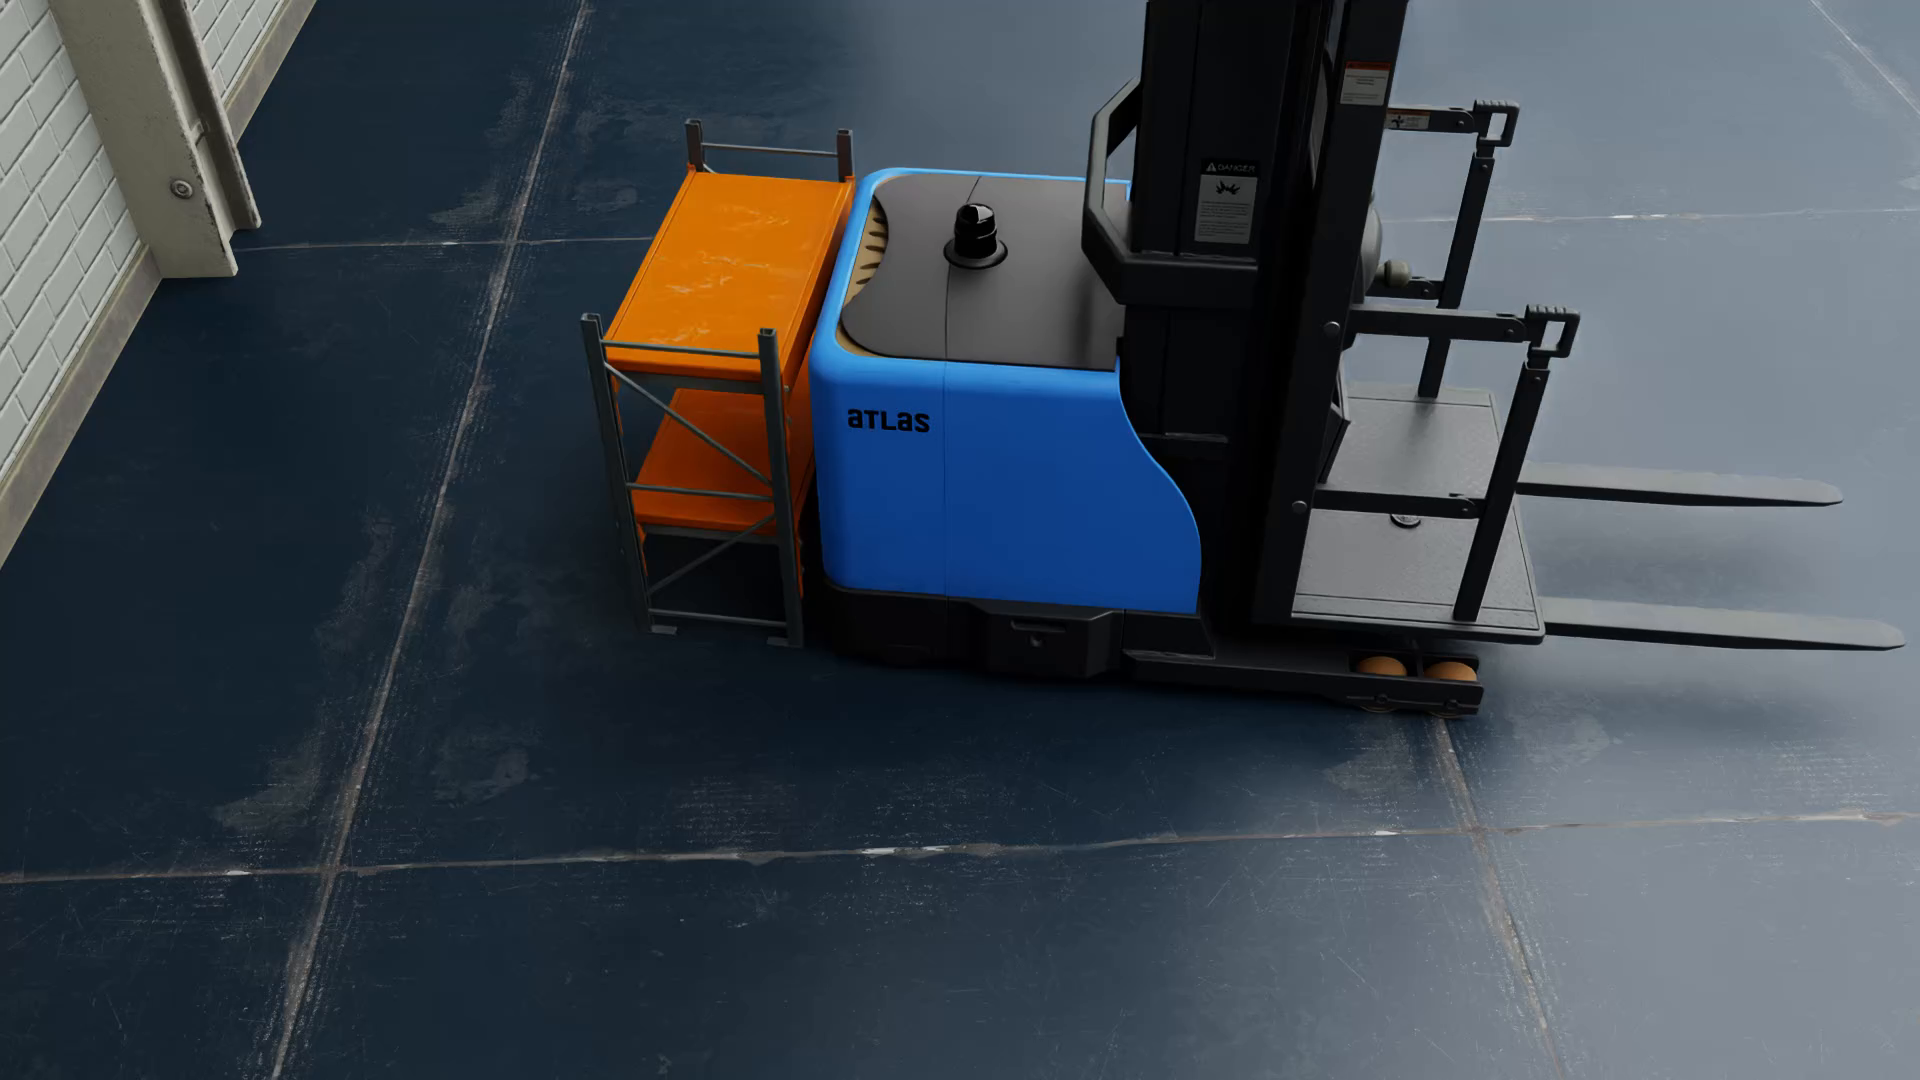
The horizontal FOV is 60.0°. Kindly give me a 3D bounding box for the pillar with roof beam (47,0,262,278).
[{"bbox_3d":[1.368,-4.577,3.584,9.100,9.000,0.400,-2,43,-2],"label":"pillar with roof beam"}]

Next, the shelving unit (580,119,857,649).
[{"bbox_3d":[-0.638,-0.468,4.928,0.538,1.125,1.048,5,43,6],"label":"shelving unit"}]

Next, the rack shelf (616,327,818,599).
[{"bbox_3d":[-0.638,-0.287,5.093,0.538,0.278,1.000,5,43,6],"label":"rack shelf"}]

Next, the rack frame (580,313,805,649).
[{"bbox_3d":[-0.708,-0.127,4.557,0.500,1.125,0.032,5,43,6],"label":"rack frame"}]

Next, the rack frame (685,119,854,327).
[{"bbox_3d":[-0.567,-0.808,5.299,0.500,1.125,0.032,5,43,6],"label":"rack frame"}]

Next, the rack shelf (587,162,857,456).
[{"bbox_3d":[-0.638,-0.683,4.730,0.538,0.278,1.000,5,43,6],"label":"rack shelf"}]

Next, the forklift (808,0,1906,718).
[{"bbox_3d":[1.151,-0.958,4.126,3.031,2.935,1.130,4,43,4],"label":"forklift"}]
